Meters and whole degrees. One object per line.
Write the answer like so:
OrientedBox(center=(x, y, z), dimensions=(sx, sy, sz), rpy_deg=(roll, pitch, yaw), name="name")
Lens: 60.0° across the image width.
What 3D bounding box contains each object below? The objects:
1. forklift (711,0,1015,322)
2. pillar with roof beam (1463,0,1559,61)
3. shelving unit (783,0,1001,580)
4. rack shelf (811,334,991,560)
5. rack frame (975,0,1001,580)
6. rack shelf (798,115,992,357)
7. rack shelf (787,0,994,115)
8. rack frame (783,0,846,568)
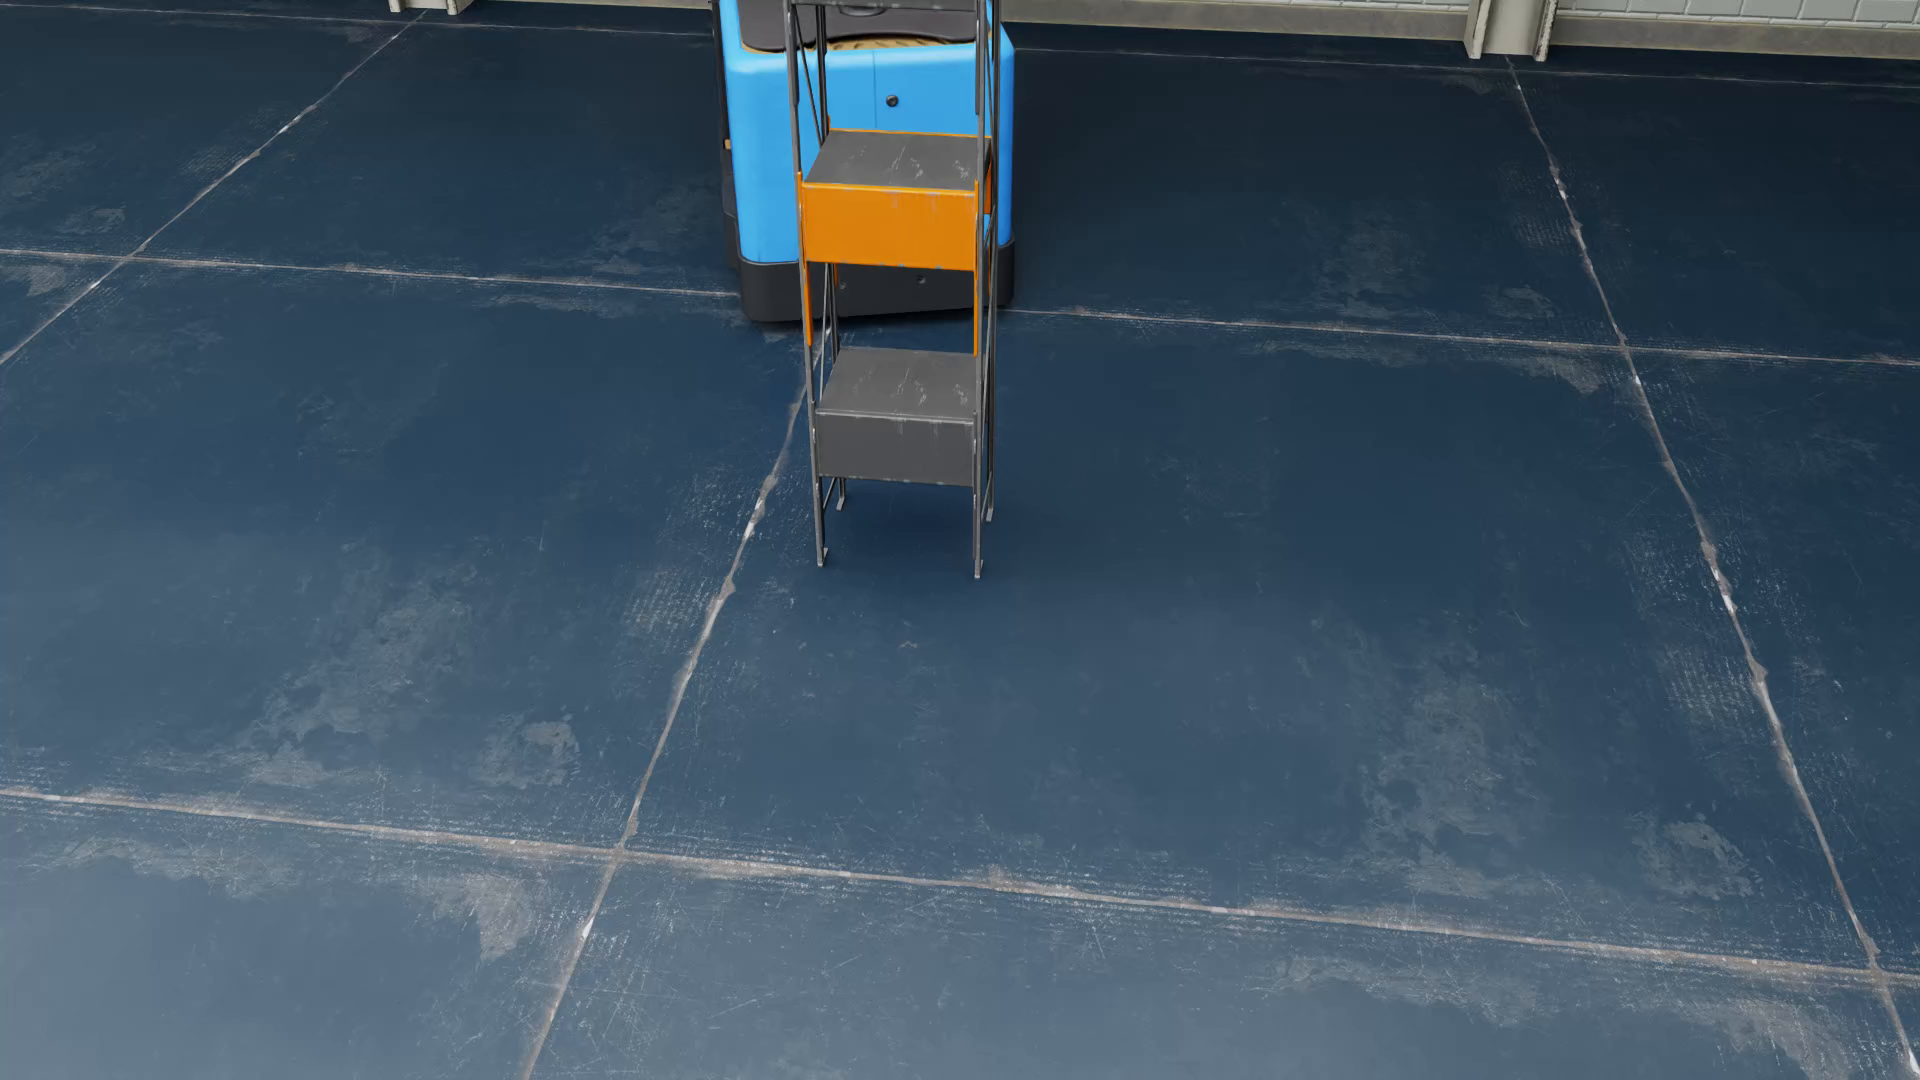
OrientedBox(center=(-0.521, -2.863, 6.739), dimensions=(1.130, 2.935, 3.031), rpy_deg=(-5, 36, -7), name="forklift")
OrientedBox(center=(2.377, -3.819, 2.854), dimensions=(0.400, 9.000, 9.100), rpy_deg=(4, 36, 6), name="pillar with roof beam")
OrientedBox(center=(-0.164, -0.867, 4.657), dimensions=(0.503, 2.100, 0.431), rpy_deg=(4, 36, 6), name="shelving unit")
OrientedBox(center=(-0.164, -0.286, 5.072), dimensions=(0.480, 0.518, 0.431), rpy_deg=(4, 36, 6), name="rack shelf")
OrientedBox(center=(0.078, -0.849, 4.632), dimensions=(0.015, 2.100, 0.400), rpy_deg=(4, 36, 6), name="rack frame")
OrientedBox(center=(-0.164, -0.856, 4.665), dimensions=(0.480, 0.518, 0.431), rpy_deg=(4, 36, 6), name="rack shelf")
OrientedBox(center=(-0.164, -1.426, 4.259), dimensions=(0.480, 0.518, 0.431), rpy_deg=(4, 36, 6), name="rack shelf")
OrientedBox(center=(-0.406, -0.885, 4.683), dimensions=(0.015, 2.100, 0.400), rpy_deg=(4, 36, 6), name="rack frame")
